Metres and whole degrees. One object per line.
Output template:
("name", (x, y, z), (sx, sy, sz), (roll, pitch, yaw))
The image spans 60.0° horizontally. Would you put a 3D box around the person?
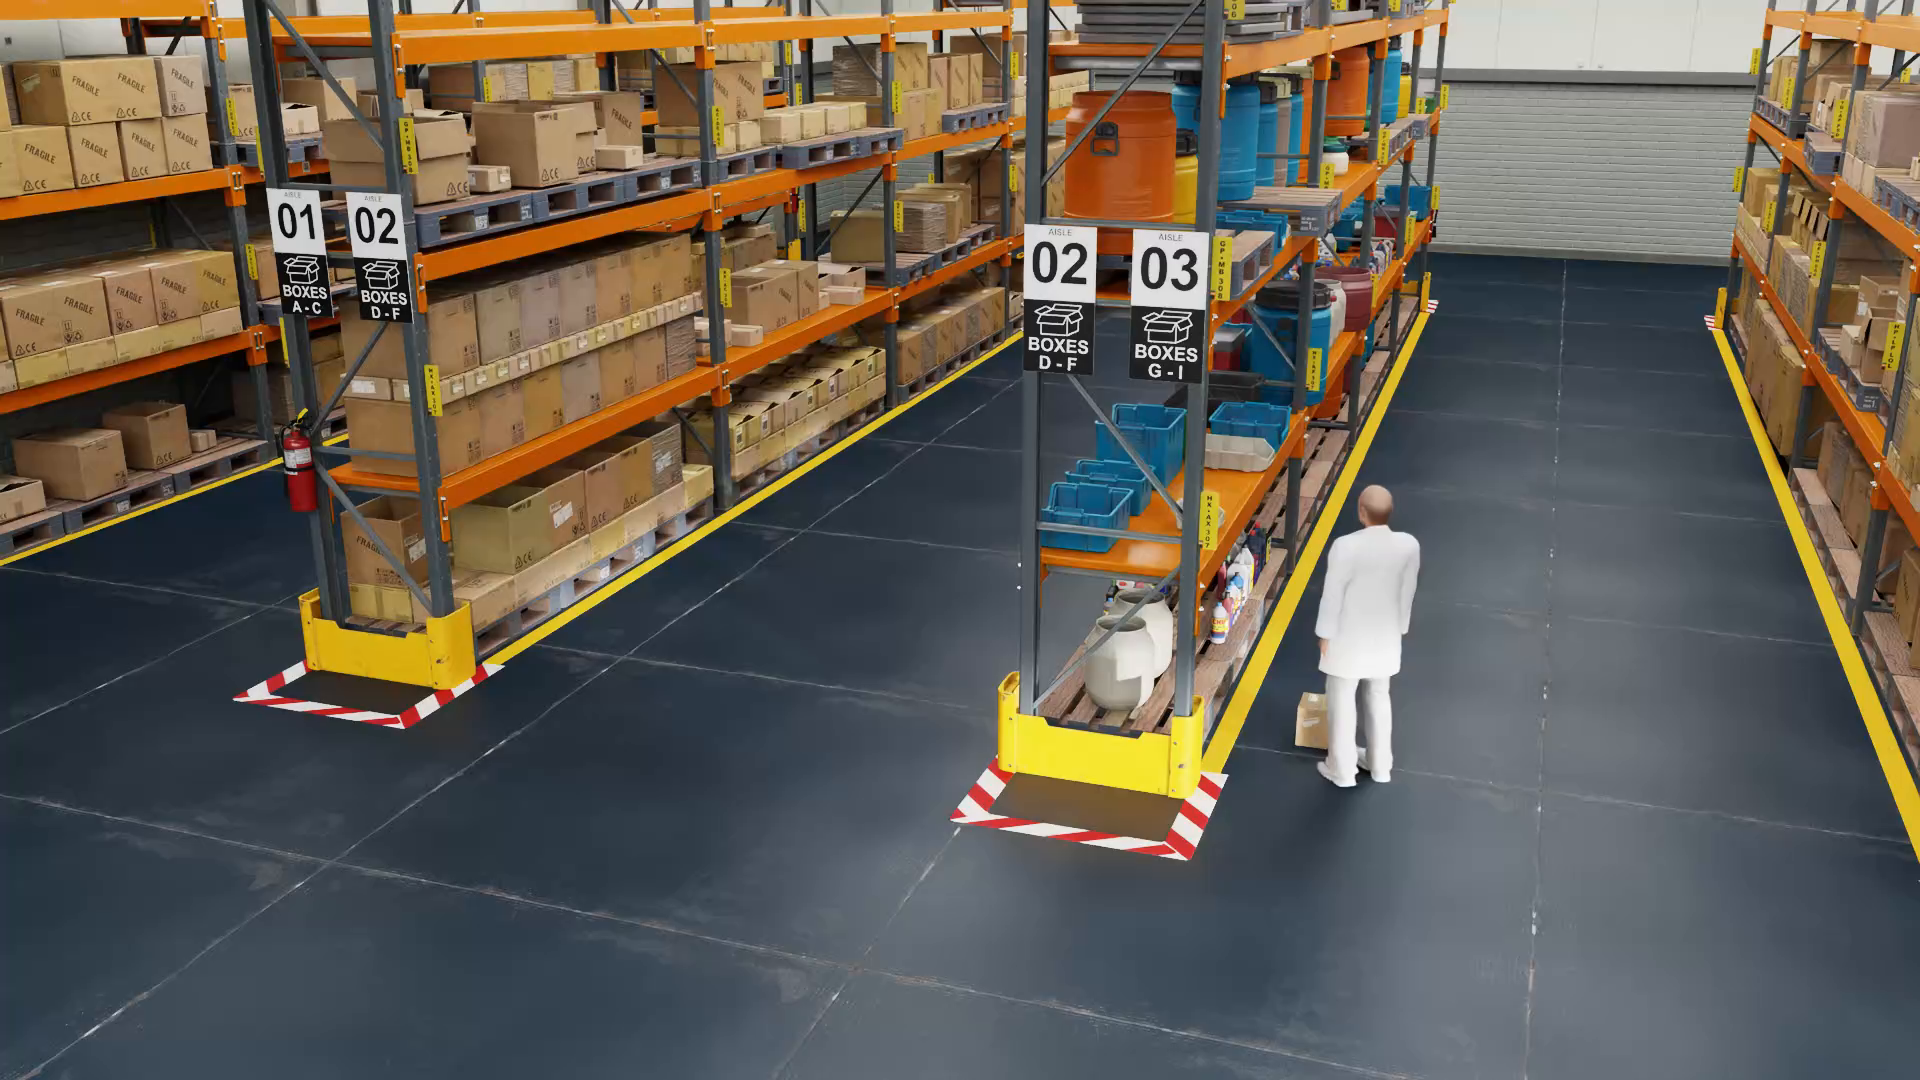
("person", (2.289, 0.547, 9.490), (0.563, 1.804, 0.413), (-4, 19, -11))
